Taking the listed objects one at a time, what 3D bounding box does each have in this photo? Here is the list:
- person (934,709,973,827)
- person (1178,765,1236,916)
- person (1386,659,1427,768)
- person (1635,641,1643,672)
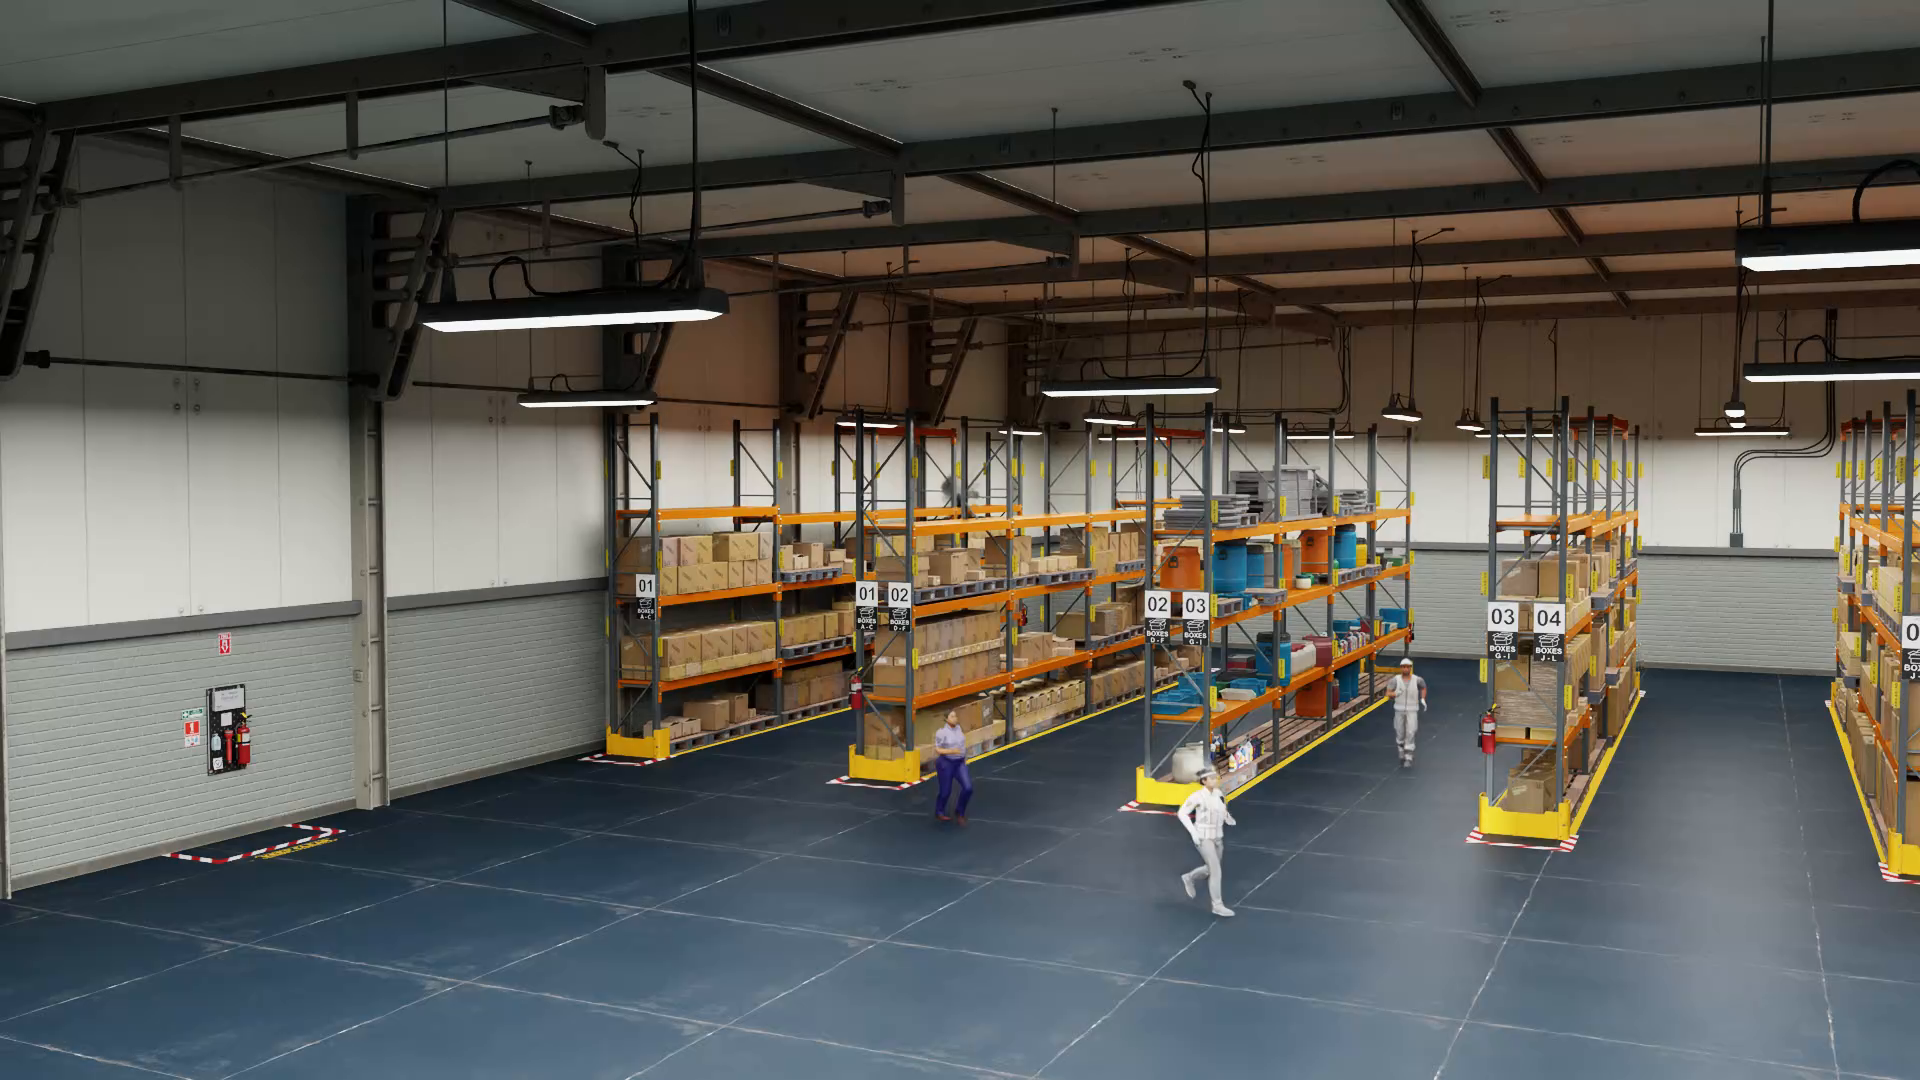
[{"bbox_3d":[-0.109,3.211,23.381,0.580,1.683,0.708,-2,3,-34],"label":"person"},{"bbox_3d":[2.781,3.361,18.812,0.620,1.666,0.809,-2,3,-39],"label":"person"},{"bbox_3d":[7.511,2.884,27.999,0.665,1.780,0.982,1,3,17],"label":"person"},{"bbox_3d":[15.226,2.546,37.922,0.640,1.755,0.719,2,3,45],"label":"person"}]
